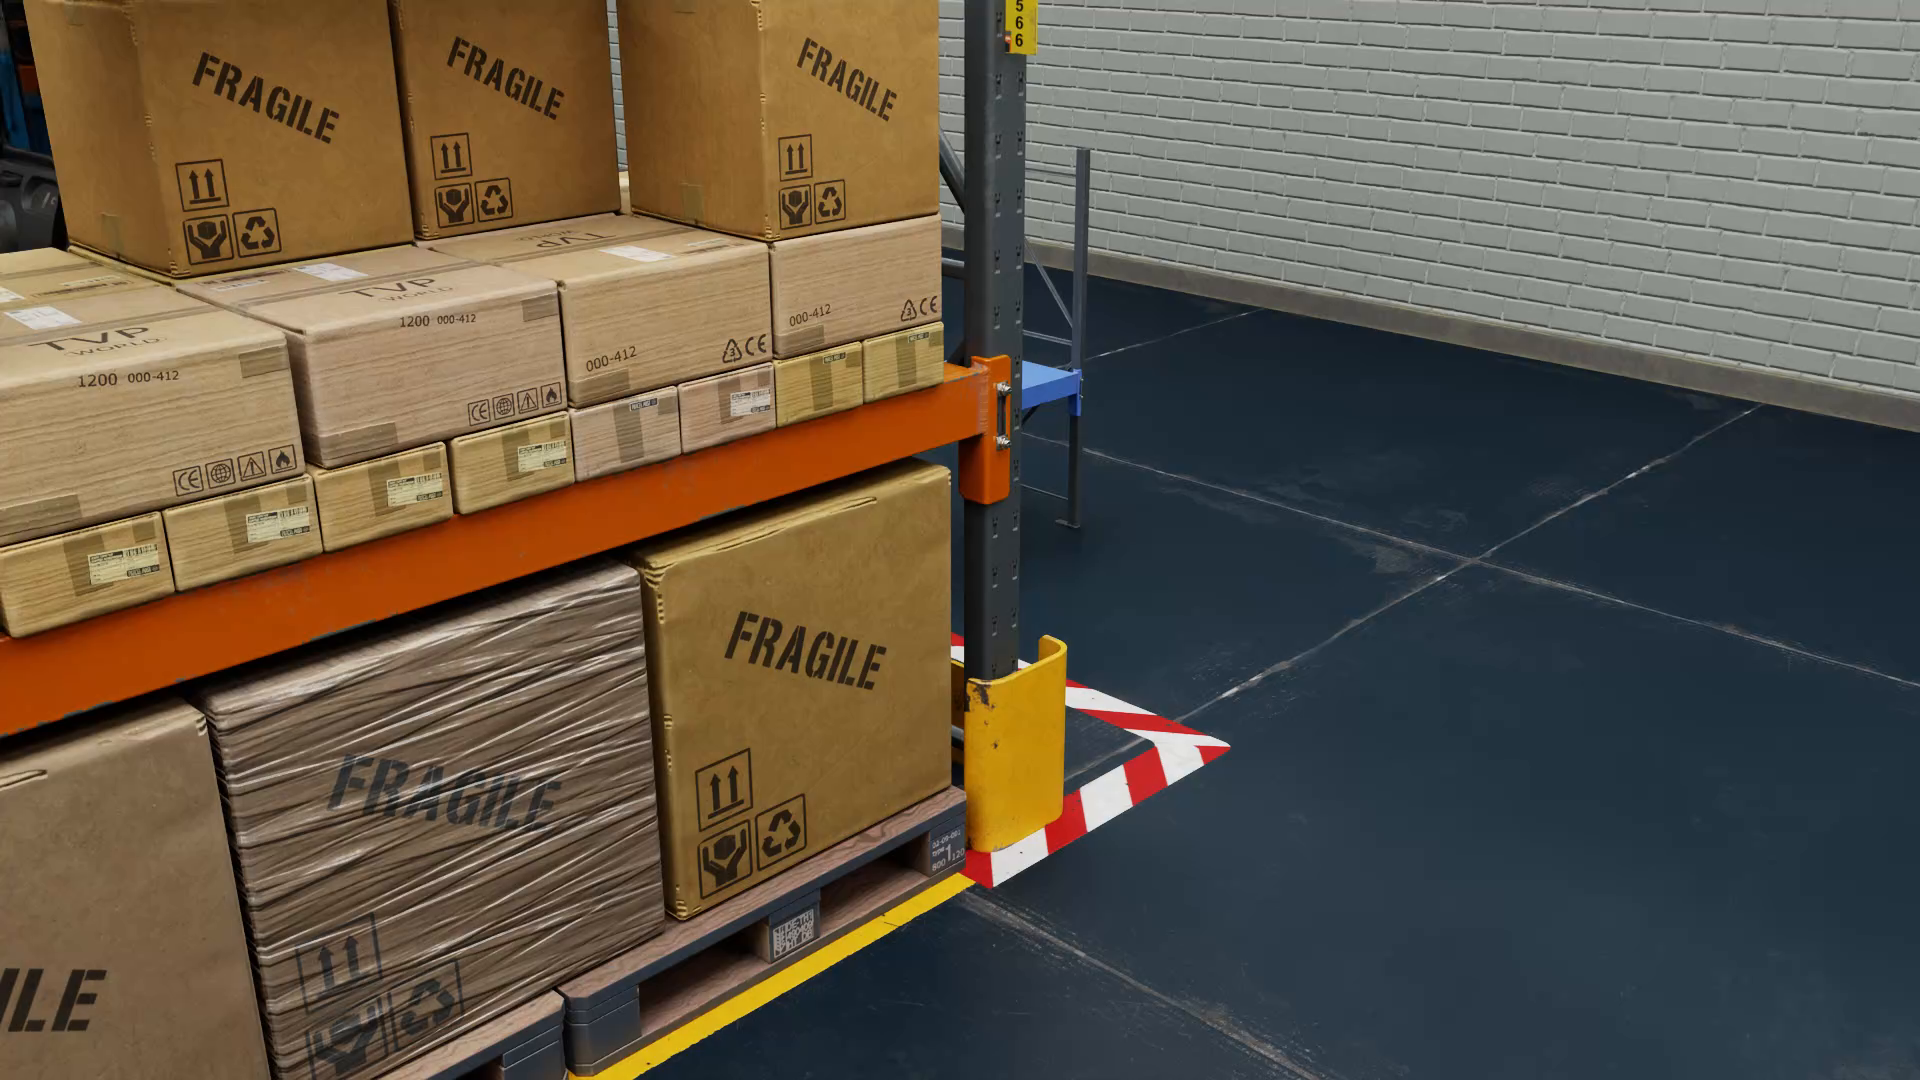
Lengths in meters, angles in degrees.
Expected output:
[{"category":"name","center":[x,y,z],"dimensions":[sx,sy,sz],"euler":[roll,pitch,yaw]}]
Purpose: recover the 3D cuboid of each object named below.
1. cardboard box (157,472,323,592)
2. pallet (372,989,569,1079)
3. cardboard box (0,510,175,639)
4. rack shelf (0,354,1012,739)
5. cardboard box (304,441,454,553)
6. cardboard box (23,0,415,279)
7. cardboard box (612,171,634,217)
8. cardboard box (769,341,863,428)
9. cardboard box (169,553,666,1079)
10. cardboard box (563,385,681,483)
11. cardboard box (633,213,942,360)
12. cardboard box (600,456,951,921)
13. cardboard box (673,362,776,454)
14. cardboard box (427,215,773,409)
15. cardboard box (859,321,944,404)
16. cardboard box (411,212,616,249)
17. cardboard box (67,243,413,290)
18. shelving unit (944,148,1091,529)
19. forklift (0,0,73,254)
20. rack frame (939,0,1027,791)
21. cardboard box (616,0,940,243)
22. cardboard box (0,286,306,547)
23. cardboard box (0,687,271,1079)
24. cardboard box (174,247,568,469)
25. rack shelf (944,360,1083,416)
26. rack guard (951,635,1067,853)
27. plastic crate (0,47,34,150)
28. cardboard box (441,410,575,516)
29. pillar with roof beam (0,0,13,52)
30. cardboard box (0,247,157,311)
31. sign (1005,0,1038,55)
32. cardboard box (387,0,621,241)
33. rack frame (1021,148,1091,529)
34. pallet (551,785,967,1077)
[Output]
[{"category":"cardboard box","center":[-1.322,-0.060,2.900],"dimensions":[0.250,0.149,0.380],"euler":[-19,28,-41]},{"category":"pallet","center":[-1.596,1.095,3.432],"dimensions":[1.003,0.211,1.213],"euler":[19,28,41]},{"category":"cardboard box","center":[-1.503,0.007,2.724],"dimensions":[0.380,0.149,0.250],"euler":[18,28,39]},{"category":"rack shelf","center":[-1.638,0.106,3.121],"dimensions":[1.077,0.370,4.000],"euler":[19,28,41]},{"category":"cardboard box","center":[-1.148,-0.123,3.064],"dimensions":[0.380,0.149,0.250],"euler":[19,28,41]},{"category":"cardboard box","center":[-1.477,-0.844,3.339],"dimensions":[0.500,0.500,0.500],"euler":[18,28,39]},{"category":"cardboard box","center":[-0.772,-0.757,4.158],"dimensions":[0.500,0.250,0.500],"euler":[18,28,39]},{"category":"cardboard box","center":[-0.436,-0.386,3.747],"dimensions":[0.380,0.149,0.250],"euler":[20,28,41]},{"category":"cardboard box","center":[-1.267,0.470,3.547],"dimensions":[0.875,0.875,0.875],"euler":[19,28,41]},{"category":"cardboard box","center":[-0.787,-0.257,3.413],"dimensions":[0.250,0.149,0.380],"euler":[-20,28,-41]},{"category":"cardboard box","center":[-0.391,-0.622,3.806],"dimensions":[0.500,0.250,0.500],"euler":[19,28,40]},{"category":"cardboard box","center":[-0.632,0.236,4.155],"dimensions":[0.875,0.875,0.875],"euler":[19,28,41]},{"category":"cardboard box","center":[-0.613,-0.321,3.579],"dimensions":[0.380,0.149,0.250],"euler":[19,28,41]},{"category":"cardboard box","center":[-0.746,-0.492,3.467],"dimensions":[0.500,0.250,0.500],"euler":[19,28,40]},{"category":"cardboard box","center":[-0.256,-0.453,3.922],"dimensions":[0.250,0.149,0.380],"euler":[-20,28,-41]},{"category":"cardboard box","center":[-1.129,-0.622,3.806],"dimensions":[0.500,0.250,0.500],"euler":[19,28,40]},{"category":"cardboard box","center":[-1.483,-0.494,3.472],"dimensions":[0.500,0.250,0.500],"euler":[18,27,39]},{"category":"shelving unit","center":[-0.059,-0.678,6.248],"dimensions":[0.538,1.500,1.048],"euler":[19,28,41]},{"category":"forklift","center":[-2.909,-0.931,4.911],"dimensions":[1.130,2.935,3.031],"euler":[18,27,39]},{"category":"rack frame","center":[-0.243,-0.744,4.330],"dimensions":[1.000,3.000,0.127],"euler":[19,28,41]},{"category":"cardboard box","center":[-0.395,-0.972,3.672],"dimensions":[0.500,0.500,0.500],"euler":[20,29,41]},{"category":"cardboard box","center":[-1.461,-0.226,2.776],"dimensions":[0.500,0.250,0.500],"euler":[19,28,41]},{"category":"cardboard box","center":[-1.888,0.699,2.952],"dimensions":[0.875,0.875,0.875],"euler":[19,28,41]},{"category":"cardboard box","center":[-1.100,-0.361,3.127],"dimensions":[0.500,0.250,0.500],"euler":[18,27,39]},{"category":"rack shelf","center":[-0.059,-0.510,6.313],"dimensions":[0.538,0.185,1.000],"euler":[19,28,41]},{"category":"rack guard","center":[-0.227,0.417,4.794],"dimensions":[1.175,0.500,0.348],"euler":[19,28,41]},{"category":"plastic crate","center":[-3.892,-1.895,7.192],"dimensions":[0.616,0.435,0.499],"euler":[19,28,41]},{"category":"cardboard box","center":[-0.967,-0.190,3.238],"dimensions":[0.380,0.149,0.250],"euler":[18,28,39]},{"category":"pillar with roof beam","center":[-6.542,-7.097,12.495],"dimensions":[9.100,9.000,0.400],"euler":[19,28,41]},{"category":"cardboard box","center":[-1.843,-0.358,3.120],"dimensions":[0.500,0.250,0.500],"euler":[19,28,40]},{"category":"sign","center":[0.136,-1.256,3.717],"dimensions":[0.100,0.325,0.005],"euler":[19,28,41]},{"category":"cardboard box","center":[-1.120,-0.979,3.689],"dimensions":[0.500,0.500,0.500],"euler":[18,28,39]},{"category":"rack frame","center":[0.295,-0.809,6.588],"dimensions":[0.500,1.500,0.032],"euler":[19,28,41]},{"category":"pallet","center":[-0.745,0.783,4.244],"dimensions":[1.003,0.211,1.213],"euler":[19,28,41]}]
